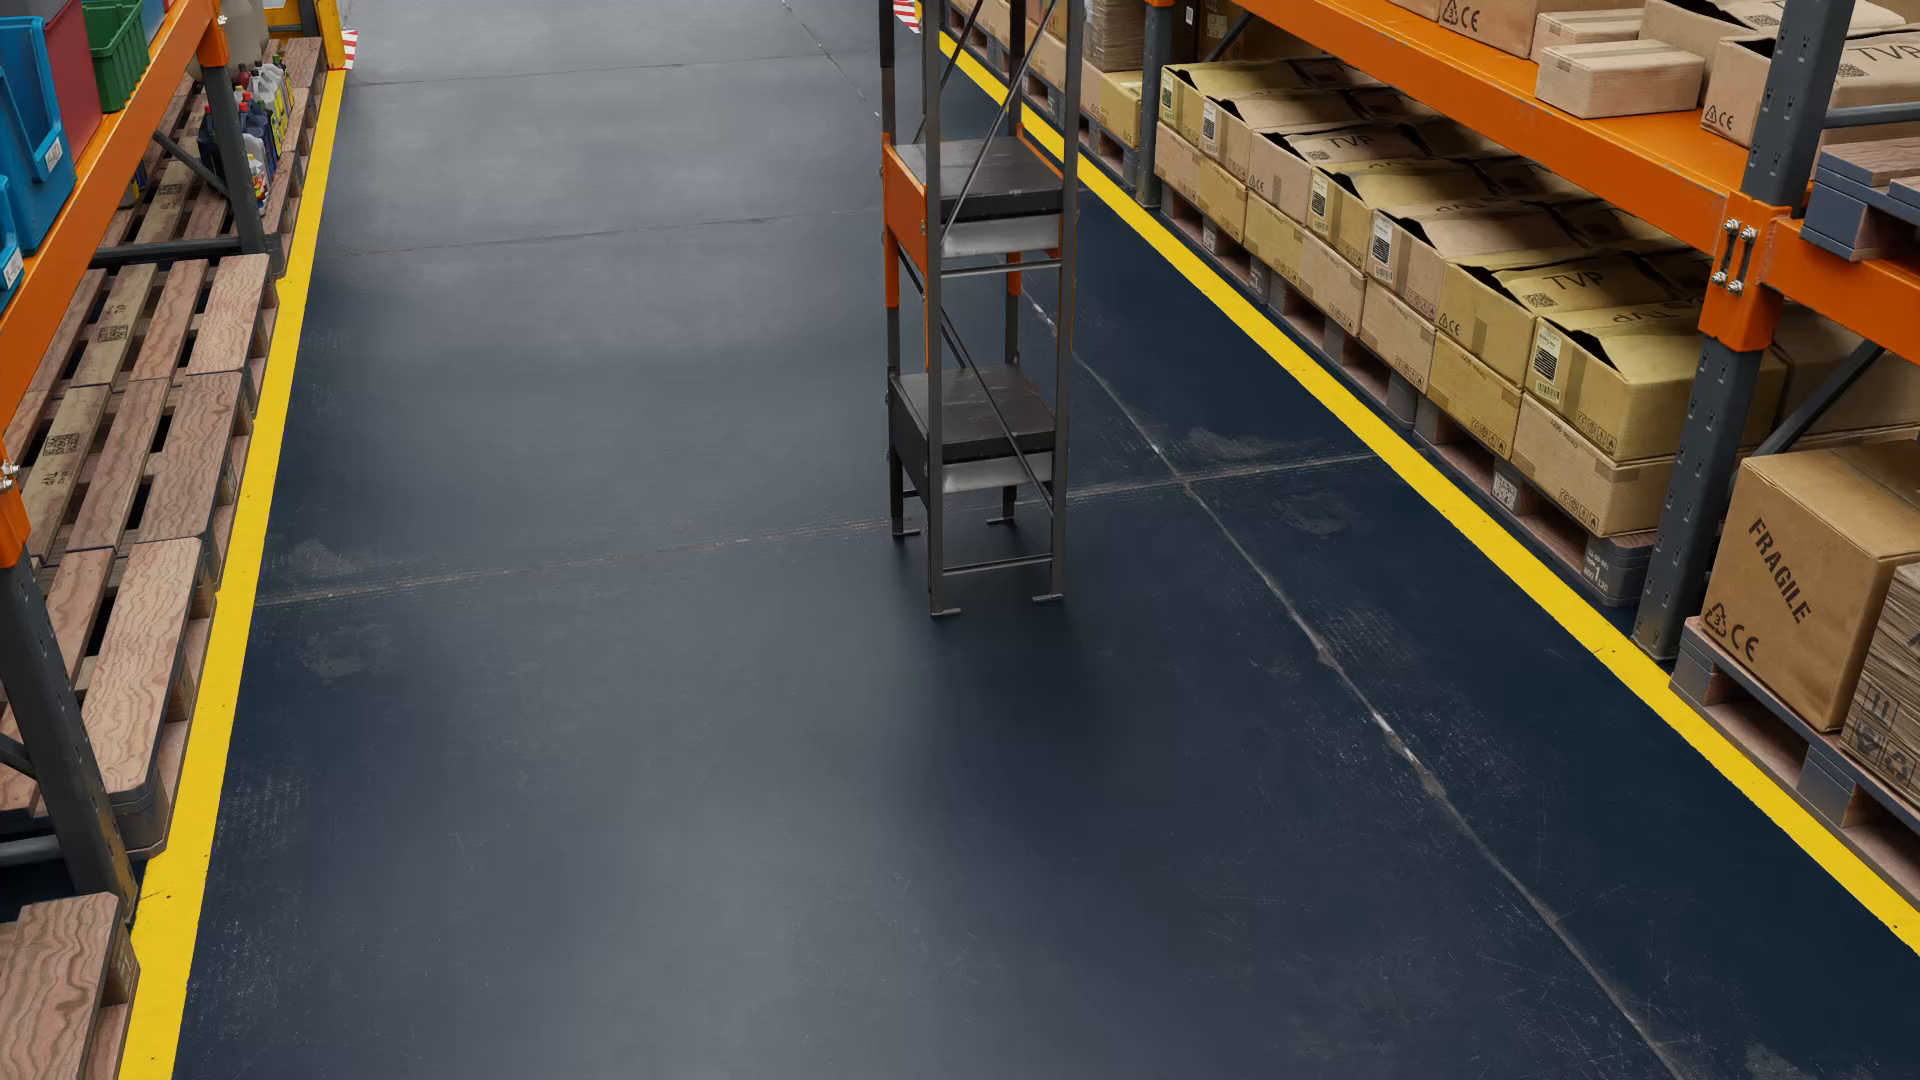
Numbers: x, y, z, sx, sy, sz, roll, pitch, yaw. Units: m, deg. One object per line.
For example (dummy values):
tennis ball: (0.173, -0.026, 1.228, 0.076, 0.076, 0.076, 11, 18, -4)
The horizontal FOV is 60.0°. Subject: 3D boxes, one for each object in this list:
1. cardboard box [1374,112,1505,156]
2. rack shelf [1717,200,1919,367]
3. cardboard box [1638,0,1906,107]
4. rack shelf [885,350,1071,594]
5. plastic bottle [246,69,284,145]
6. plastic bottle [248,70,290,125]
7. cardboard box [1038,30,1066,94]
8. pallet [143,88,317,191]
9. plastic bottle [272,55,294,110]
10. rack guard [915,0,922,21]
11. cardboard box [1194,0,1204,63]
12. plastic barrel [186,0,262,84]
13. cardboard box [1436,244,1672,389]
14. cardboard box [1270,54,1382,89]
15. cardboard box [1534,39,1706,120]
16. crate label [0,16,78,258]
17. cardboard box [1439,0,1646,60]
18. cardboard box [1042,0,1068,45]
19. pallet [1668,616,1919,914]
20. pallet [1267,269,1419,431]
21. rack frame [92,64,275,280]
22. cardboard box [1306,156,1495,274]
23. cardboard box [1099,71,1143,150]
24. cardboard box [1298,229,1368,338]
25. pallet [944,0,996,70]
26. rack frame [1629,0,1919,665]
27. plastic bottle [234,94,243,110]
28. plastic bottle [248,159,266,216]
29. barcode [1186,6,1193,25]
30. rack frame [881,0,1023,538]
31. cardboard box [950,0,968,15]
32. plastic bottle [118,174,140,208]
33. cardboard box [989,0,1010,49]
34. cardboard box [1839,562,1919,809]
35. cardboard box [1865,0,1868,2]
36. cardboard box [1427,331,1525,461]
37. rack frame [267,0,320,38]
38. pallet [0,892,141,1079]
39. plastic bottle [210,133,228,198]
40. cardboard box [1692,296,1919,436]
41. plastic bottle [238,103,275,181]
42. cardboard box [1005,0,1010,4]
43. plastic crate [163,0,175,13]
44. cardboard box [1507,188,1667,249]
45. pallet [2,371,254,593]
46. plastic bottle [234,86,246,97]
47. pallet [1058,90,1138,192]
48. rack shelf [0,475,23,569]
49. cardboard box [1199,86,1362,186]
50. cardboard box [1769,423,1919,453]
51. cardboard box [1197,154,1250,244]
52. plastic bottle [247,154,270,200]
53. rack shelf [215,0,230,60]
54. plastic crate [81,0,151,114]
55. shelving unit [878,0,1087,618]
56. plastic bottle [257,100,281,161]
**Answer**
cardboard box: (2.009, -1.564, 6.724, 0.500, 0.311, 0.500, -8, 31, -13)
rack shelf: (2.943, 0.230, 2.576, 1.077, 0.370, 4.000, -8, 31, -13)
cardboard box: (2.362, -1.466, 4.878, 0.500, 0.311, 0.500, -8, 31, -14)
rack shelf: (0.044, -0.211, 4.943, 0.431, 0.518, 0.480, -8, 31, -13)
plastic bottle: (-3.403, -2.108, 8.102, 0.144, 0.351, 0.185, -8, 31, -14)
plastic bottle: (-3.500, -2.245, 8.414, 0.152, 0.276, 0.135, -9, 31, -15)
cardboard box: (0.747, -2.648, 9.156, 0.500, 0.250, 0.500, -8, 31, -13)
pallet: (-3.891, -2.036, 8.556, 1.003, 0.211, 1.213, -8, 31, -13)
plastic bottle: (-3.529, -2.386, 8.651, 0.061, 0.283, 0.133, -7, 31, -12)
rack guard: (0.283, -3.841, 11.387, 1.175, 0.500, 0.348, -8, 31, -13)
cardboard box: (1.389, -2.801, 8.673, 0.500, 0.500, 0.500, -8, 31, -13)
plastic barrel: (-4.106, -2.809, 9.174, 0.421, 0.512, 0.421, 0, 30, 0)
cardboard box: (1.892, -0.752, 5.321, 0.500, 0.311, 0.500, -8, 31, -14)
cardboard box: (1.735, -2.056, 7.574, 0.500, 0.311, 0.500, -8, 31, -13)
cardboard box: (1.907, -1.336, 4.815, 0.380, 0.149, 0.250, -8, 31, -13)
crate label: (-2.367, -0.922, 3.812, 0.502, 0.435, 0.616, -8, 31, -13)
cardboard box: (1.951, -1.899, 5.436, 0.500, 0.500, 0.500, -10, 31, -16)
cardboard box: (0.759, -2.974, 8.971, 0.500, 0.500, 0.500, -8, 31, -13)
pallet: (2.574, 0.525, 4.132, 1.003, 0.211, 1.213, -8, 31, -13)
pallet: (1.911, -0.831, 6.475, 1.003, 0.211, 1.213, -8, 31, -13)
rack frame: (-3.426, -2.322, 6.268, 1.000, 3.000, 0.127, -8, 31, -13)
cardboard box: (1.629, -1.238, 6.161, 0.500, 0.311, 0.500, -7, 31, -12)
cardboard box: (1.017, -2.166, 8.323, 0.500, 0.250, 0.500, -8, 31, -13)
cardboard box: (1.627, -1.000, 6.310, 0.500, 0.250, 0.500, -7, 31, -12)
pallet: (0.532, -3.340, 10.810, 1.003, 0.211, 1.213, -8, 31, -13)
rack frame: (2.412, -1.047, 4.065, 1.000, 3.000, 0.127, -8, 31, -13)
plastic bottle: (-3.539, -2.044, 8.066, 0.152, 0.276, 0.135, -8, 31, -13)
plastic bottle: (-3.088, -1.544, 7.208, 0.097, 0.271, 0.097, 0, 30, 0)
barcode: (1.017, -2.325, 7.370, 0.001, 0.075, 0.075, -8, 31, -13)
rack frame: (-0.021, -0.947, 4.789, 0.400, 2.100, 0.015, -8, 31, -13)
cardboard box: (0.217, -3.614, 10.825, 0.500, 0.250, 0.500, -8, 31, -13)
plastic bottle: (-3.736, -1.658, 7.326, 0.144, 0.351, 0.185, -8, 31, -13)
cardboard box: (0.485, -3.132, 9.992, 0.500, 0.250, 0.500, -8, 31, -13)
cardboard box: (2.402, 0.354, 3.700, 0.500, 0.500, 0.500, -9, 31, -15)
cardboard box: (5.720, -3.371, 10.487, 0.380, 0.149, 0.250, -10, 32, -17)
cardboard box: (1.897, -0.509, 5.461, 0.500, 0.250, 0.500, -8, 31, -14)
rack frame: (-4.488, -4.254, 9.606, 1.000, 3.000, 0.127, -8, 31, -13)
pallet: (-2.115, 1.192, 2.980, 1.003, 0.211, 1.213, -8, 31, -13)
plastic bottle: (-3.303, -1.687, 7.443, 0.061, 0.283, 0.133, -8, 31, -13)
cardboard box: (2.556, -0.574, 5.013, 0.500, 0.311, 0.500, -7, 31, -12)
plastic bottle: (-3.240, -1.811, 7.590, 0.144, 0.351, 0.185, -7, 31, -12)
cardboard box: (0.496, -3.458, 9.806, 0.500, 0.500, 0.500, -8, 31, -13)
plastic crate: (-3.002, -2.157, 5.918, 0.402, 0.464, 0.583, -8, 31, -13)
cardboard box: (2.276, -1.073, 5.875, 0.500, 0.311, 0.500, -9, 31, -15)
pallet: (-2.853, -0.151, 5.300, 1.003, 0.211, 1.213, -8, 31, -13)
plastic bottle: (-3.616, -2.187, 8.388, 0.097, 0.201, 0.097, 0, 30, 0)
pallet: (1.180, -2.162, 8.774, 1.003, 0.211, 1.213, -8, 31, -13)
rack shelf: (-1.833, 0.887, 1.441, 1.077, 0.370, 4.000, -8, 31, -13)
cardboard box: (1.348, -1.738, 7.025, 0.500, 0.311, 0.500, -8, 31, -14)
cardboard box: (2.556, -0.331, 5.153, 0.500, 0.250, 0.500, -8, 31, -13)
cardboard box: (1.353, -1.496, 7.166, 0.500, 0.250, 0.500, -7, 31, -12)
plastic bottle: (-3.142, -1.612, 7.395, 0.097, 0.201, 0.097, 0, 30, 0)
rack shelf: (-3.957, -2.977, 8.117, 1.077, 0.370, 4.000, -8, 31, -13)
plastic crate: (-2.692, -1.427, 4.933, 0.450, 0.188, 0.662, -8, 31, -13)
shelving unit: (0.044, -0.829, 4.586, 0.431, 2.100, 0.503, -8, 31, -13)
plastic bottle: (-3.294, -1.959, 7.912, 0.061, 0.283, 0.133, -6, 31, -11)
